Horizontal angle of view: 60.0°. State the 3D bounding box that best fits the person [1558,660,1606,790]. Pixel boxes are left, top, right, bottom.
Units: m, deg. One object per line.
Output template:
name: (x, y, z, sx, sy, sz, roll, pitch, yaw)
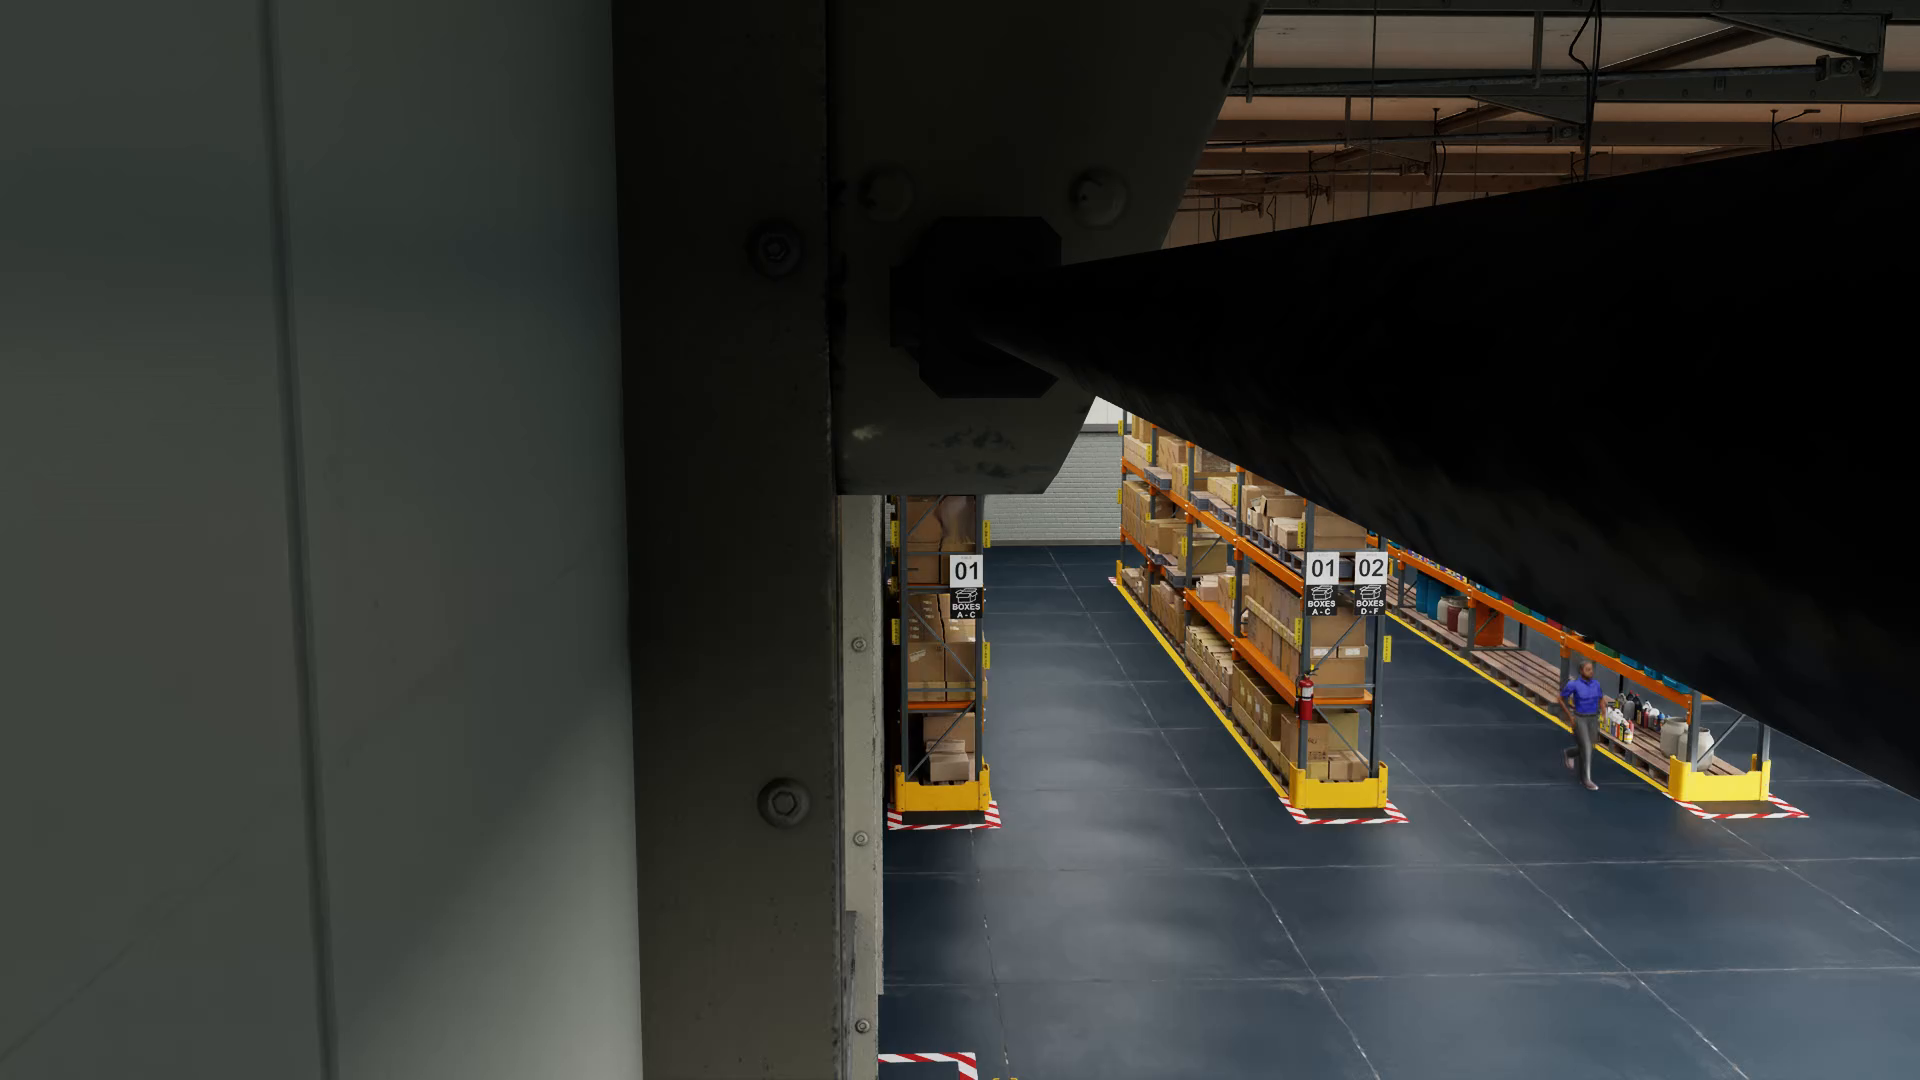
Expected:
person: (8.064, 2.356, 21.602, 0.608, 1.631, 0.797, -2, 9, -14)
